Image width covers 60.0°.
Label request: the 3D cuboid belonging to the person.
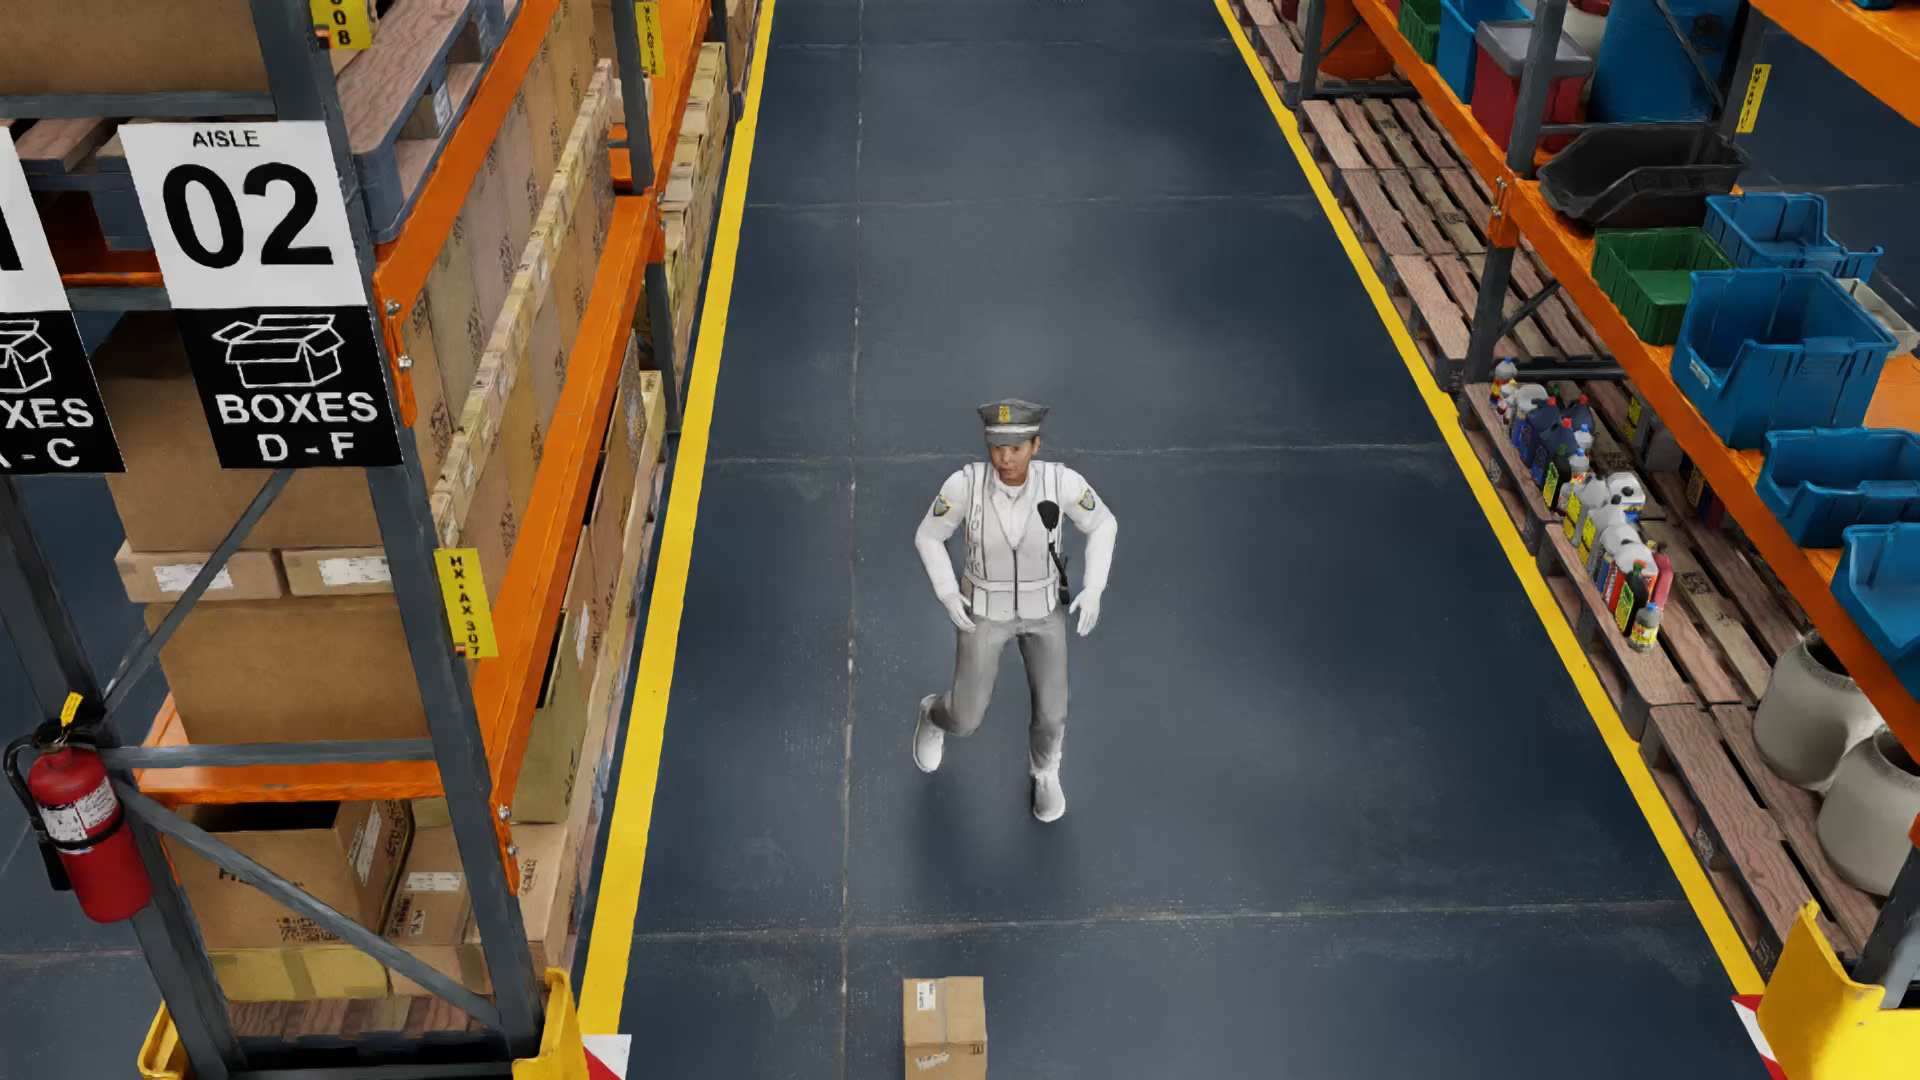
[{"bbox_3d":[0.188,0.243,5.808,0.727,1.670,0.461,-3,36,-5],"label":"person"}]
